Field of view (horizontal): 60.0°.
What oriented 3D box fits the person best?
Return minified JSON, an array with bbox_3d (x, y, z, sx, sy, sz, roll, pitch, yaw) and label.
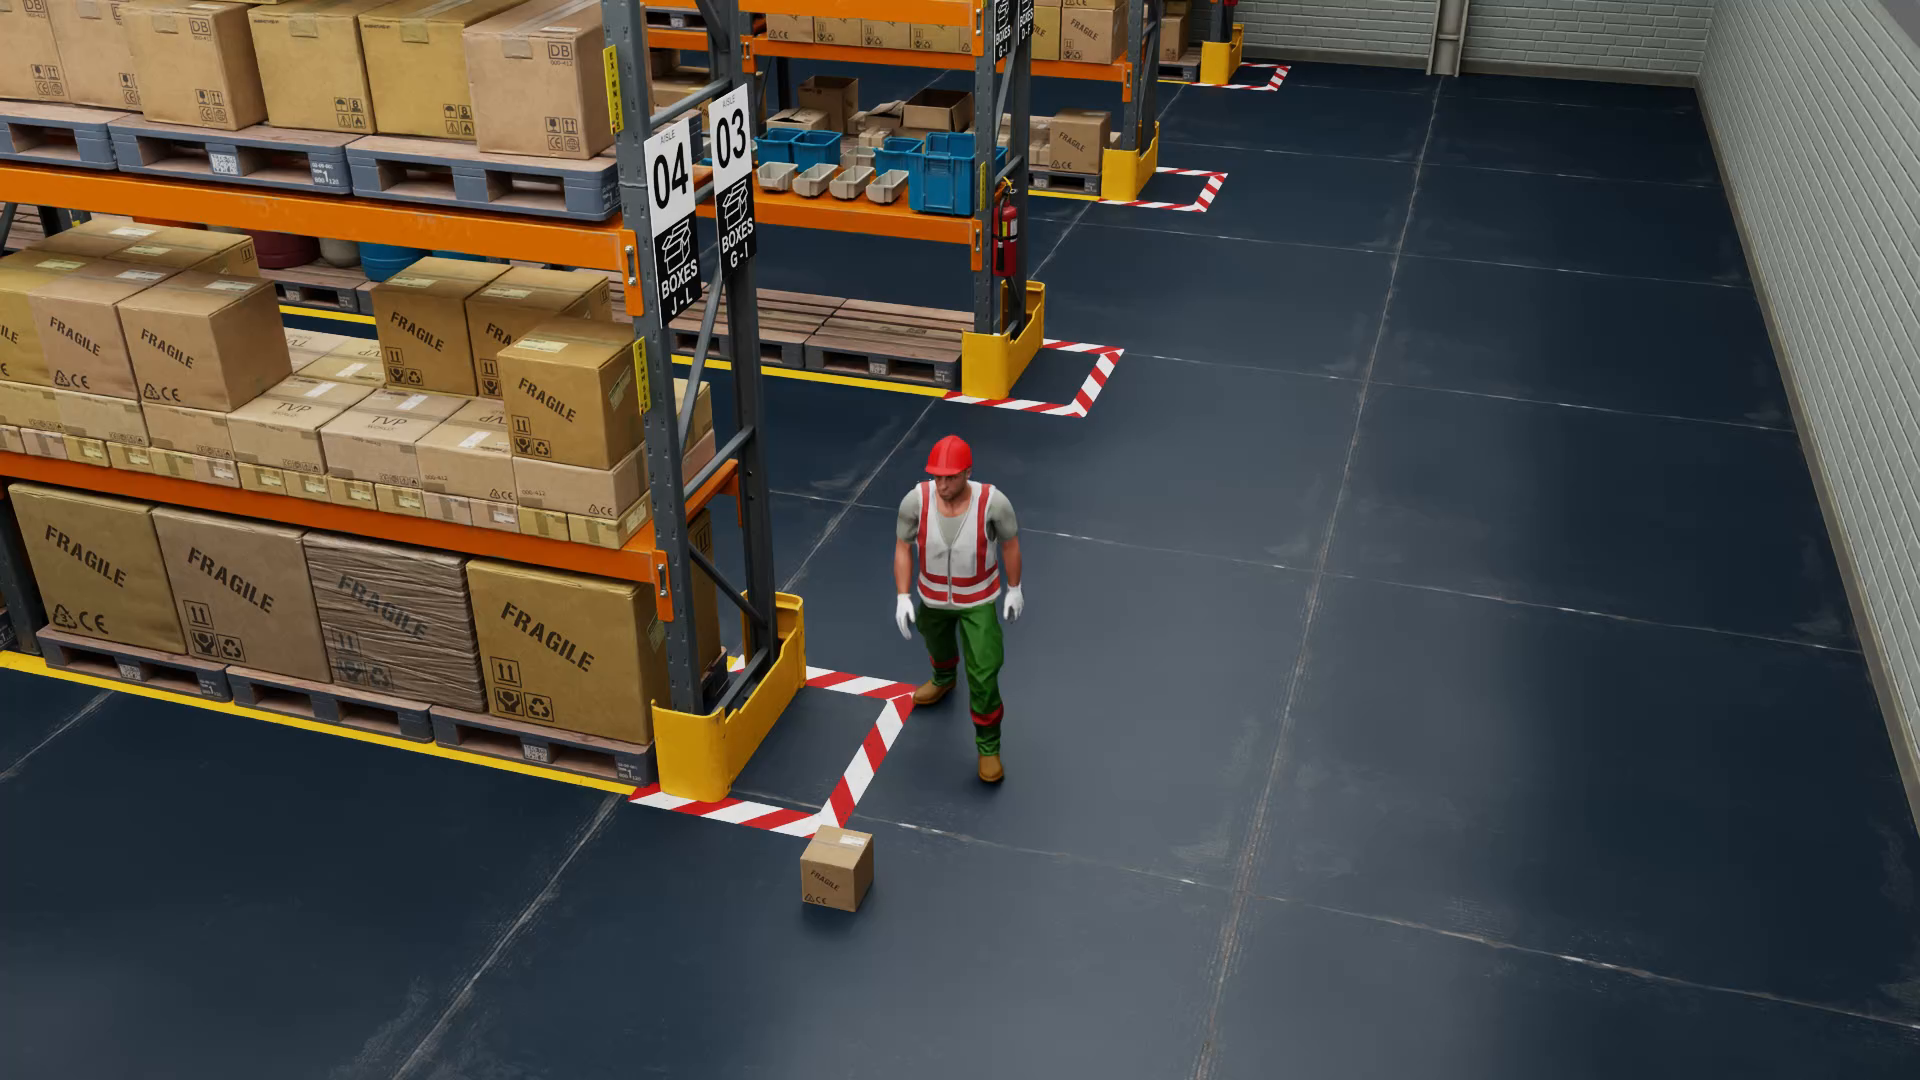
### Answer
[{"bbox_3d":[0.003,0.234,8.098,0.618,1.729,0.836,7,30,12],"label":"person"}]
